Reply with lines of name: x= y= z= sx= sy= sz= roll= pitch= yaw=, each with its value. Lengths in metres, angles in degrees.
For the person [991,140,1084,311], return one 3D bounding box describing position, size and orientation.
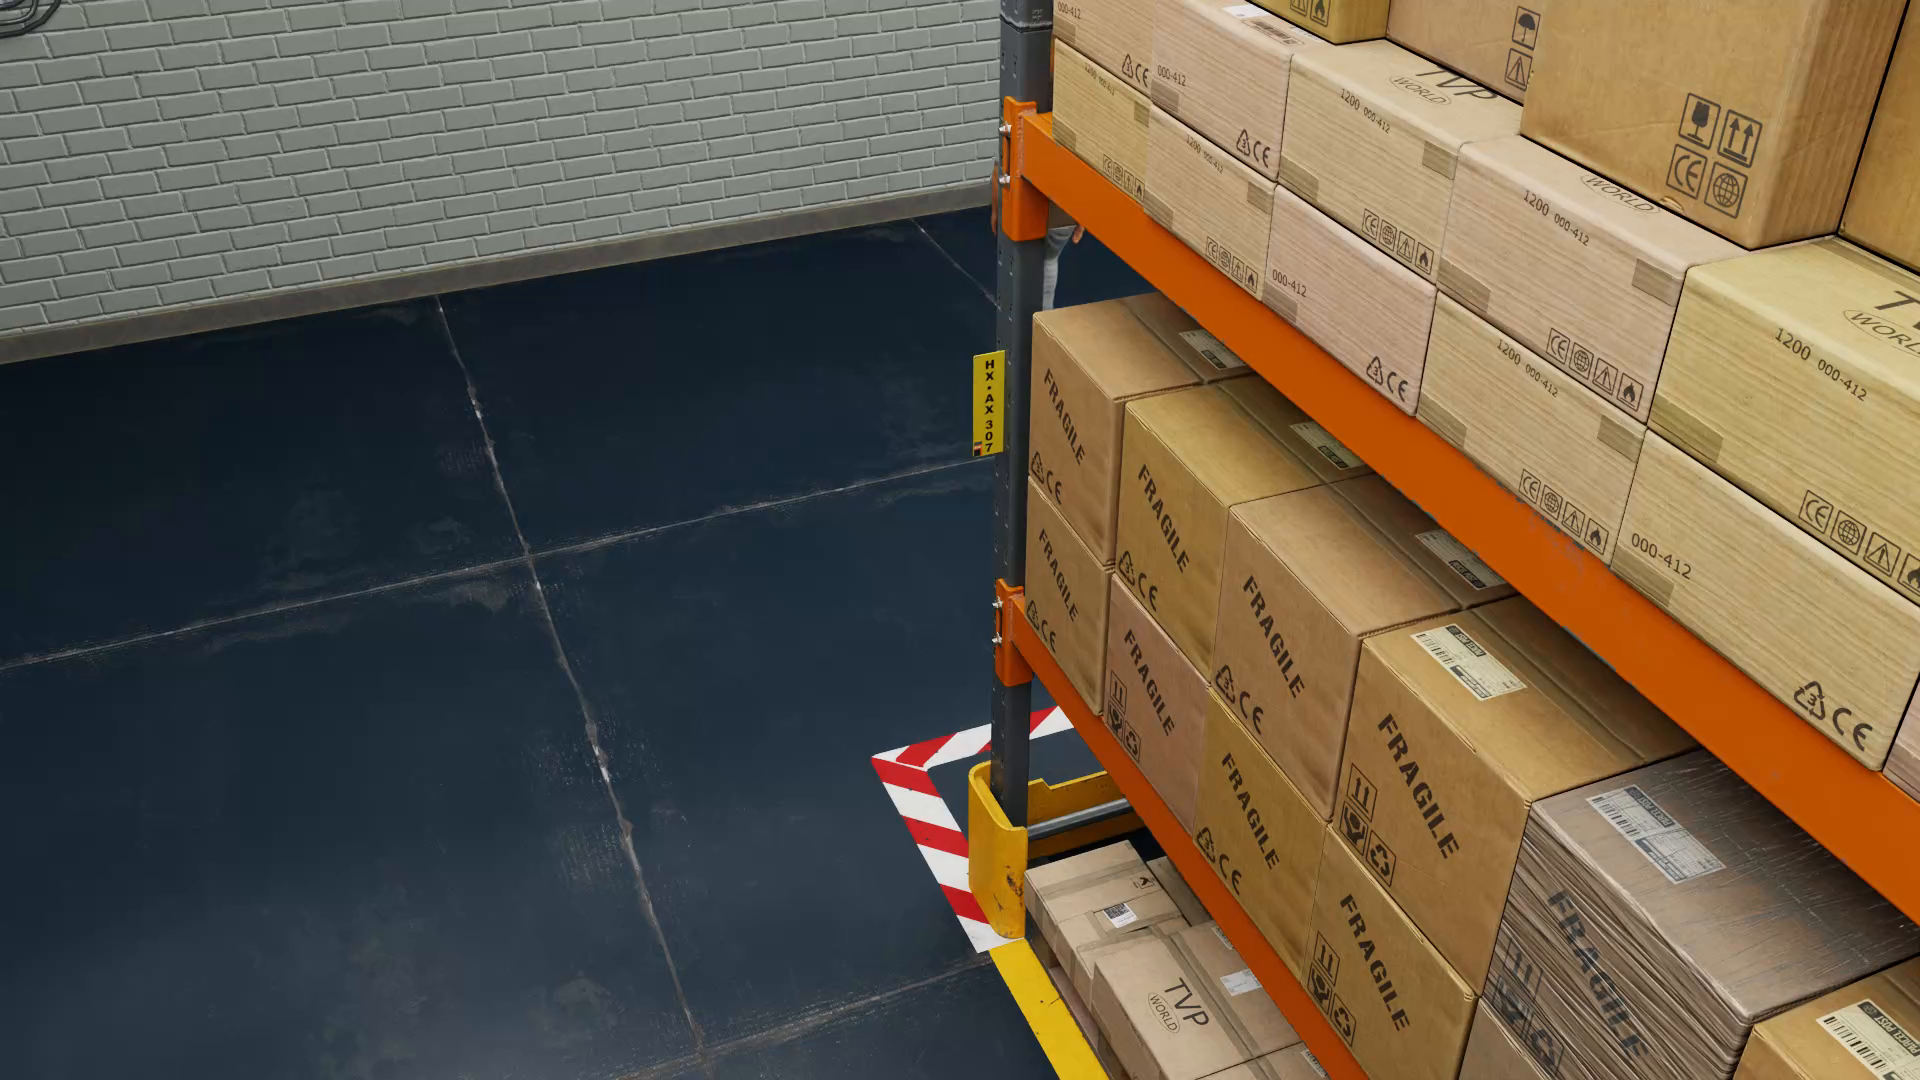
person: x=0.410 y=-1.724 z=8.708 sx=0.482 sy=1.628 sz=0.816 roll=-9 pitch=35 yaw=-13
